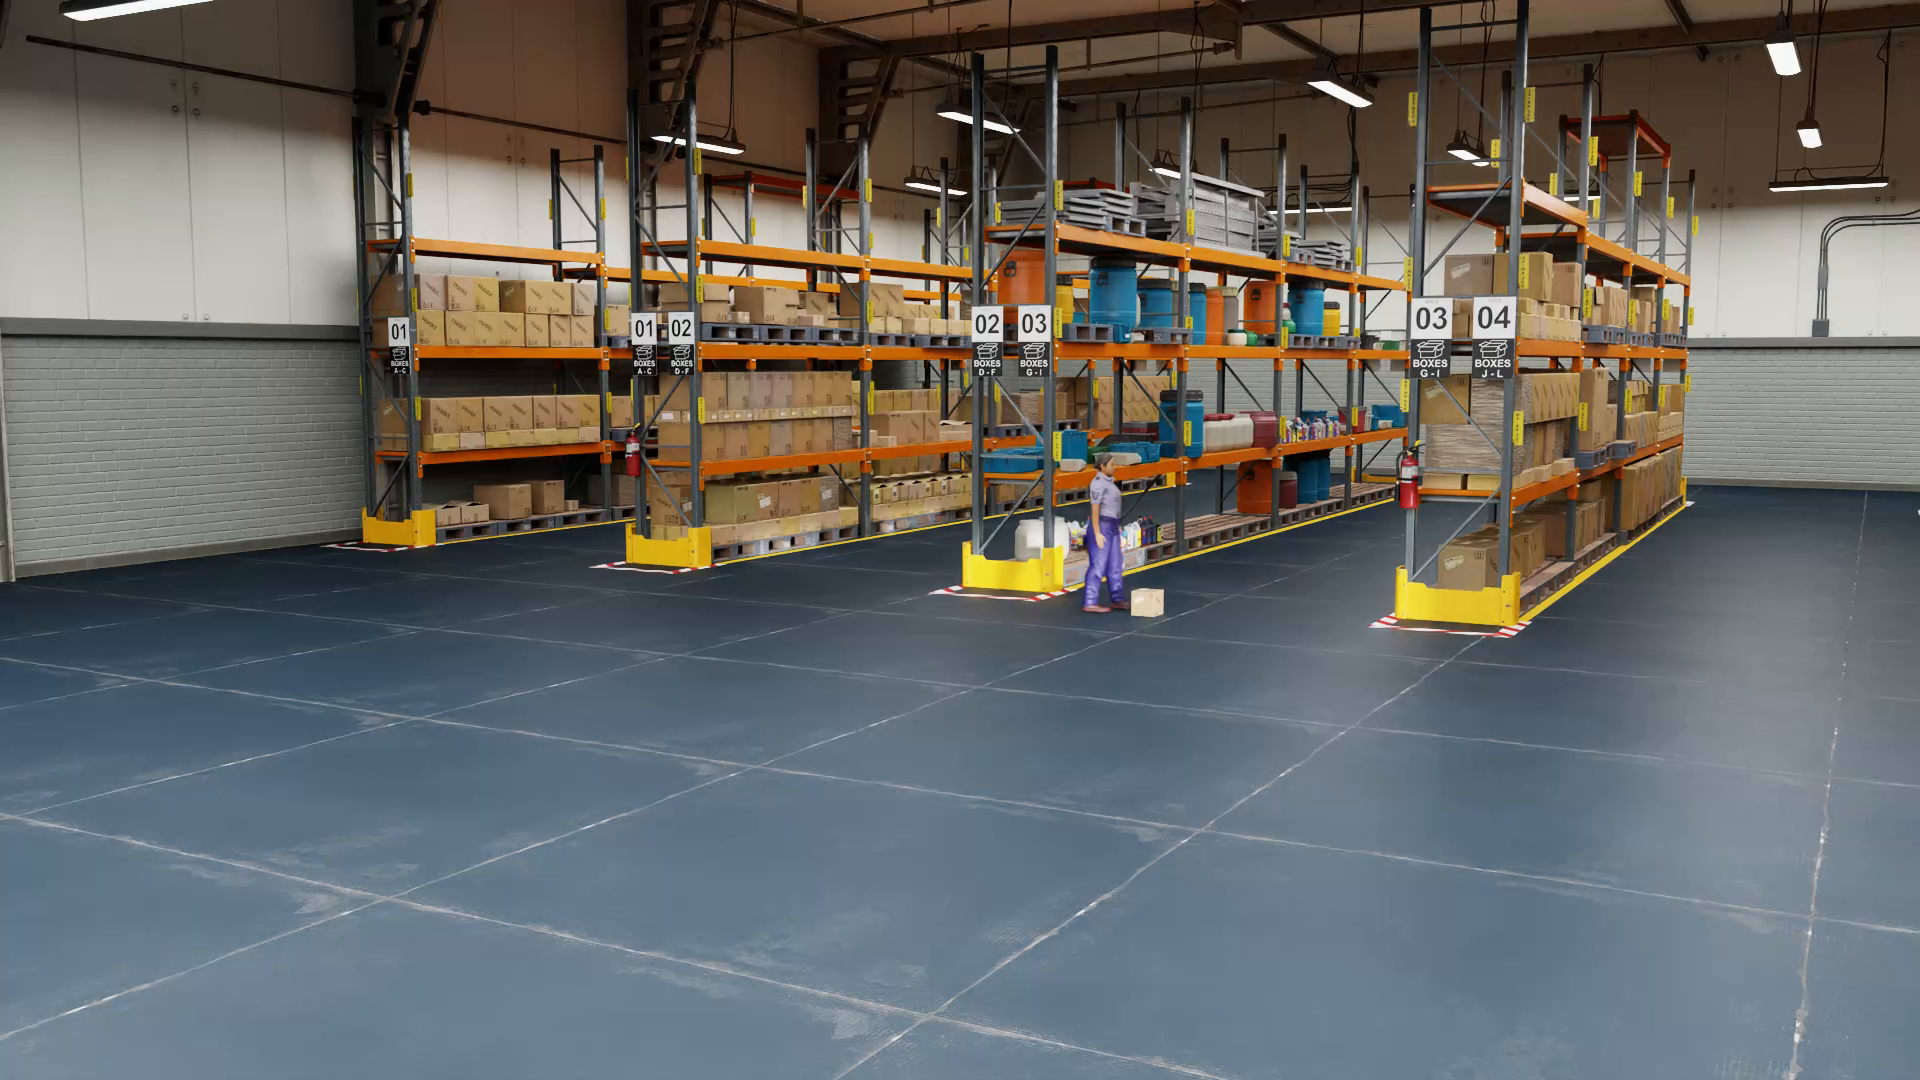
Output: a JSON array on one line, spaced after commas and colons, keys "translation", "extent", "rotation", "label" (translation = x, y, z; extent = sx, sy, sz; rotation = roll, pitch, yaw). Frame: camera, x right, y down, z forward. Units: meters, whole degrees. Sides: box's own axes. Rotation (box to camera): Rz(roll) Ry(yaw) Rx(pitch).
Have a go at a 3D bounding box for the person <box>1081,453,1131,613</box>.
[{"translation": [1.564, -0.079, 17.162], "extent": [0.547, 1.648, 0.492], "rotation": [2, 6, 18], "label": "person"}]
